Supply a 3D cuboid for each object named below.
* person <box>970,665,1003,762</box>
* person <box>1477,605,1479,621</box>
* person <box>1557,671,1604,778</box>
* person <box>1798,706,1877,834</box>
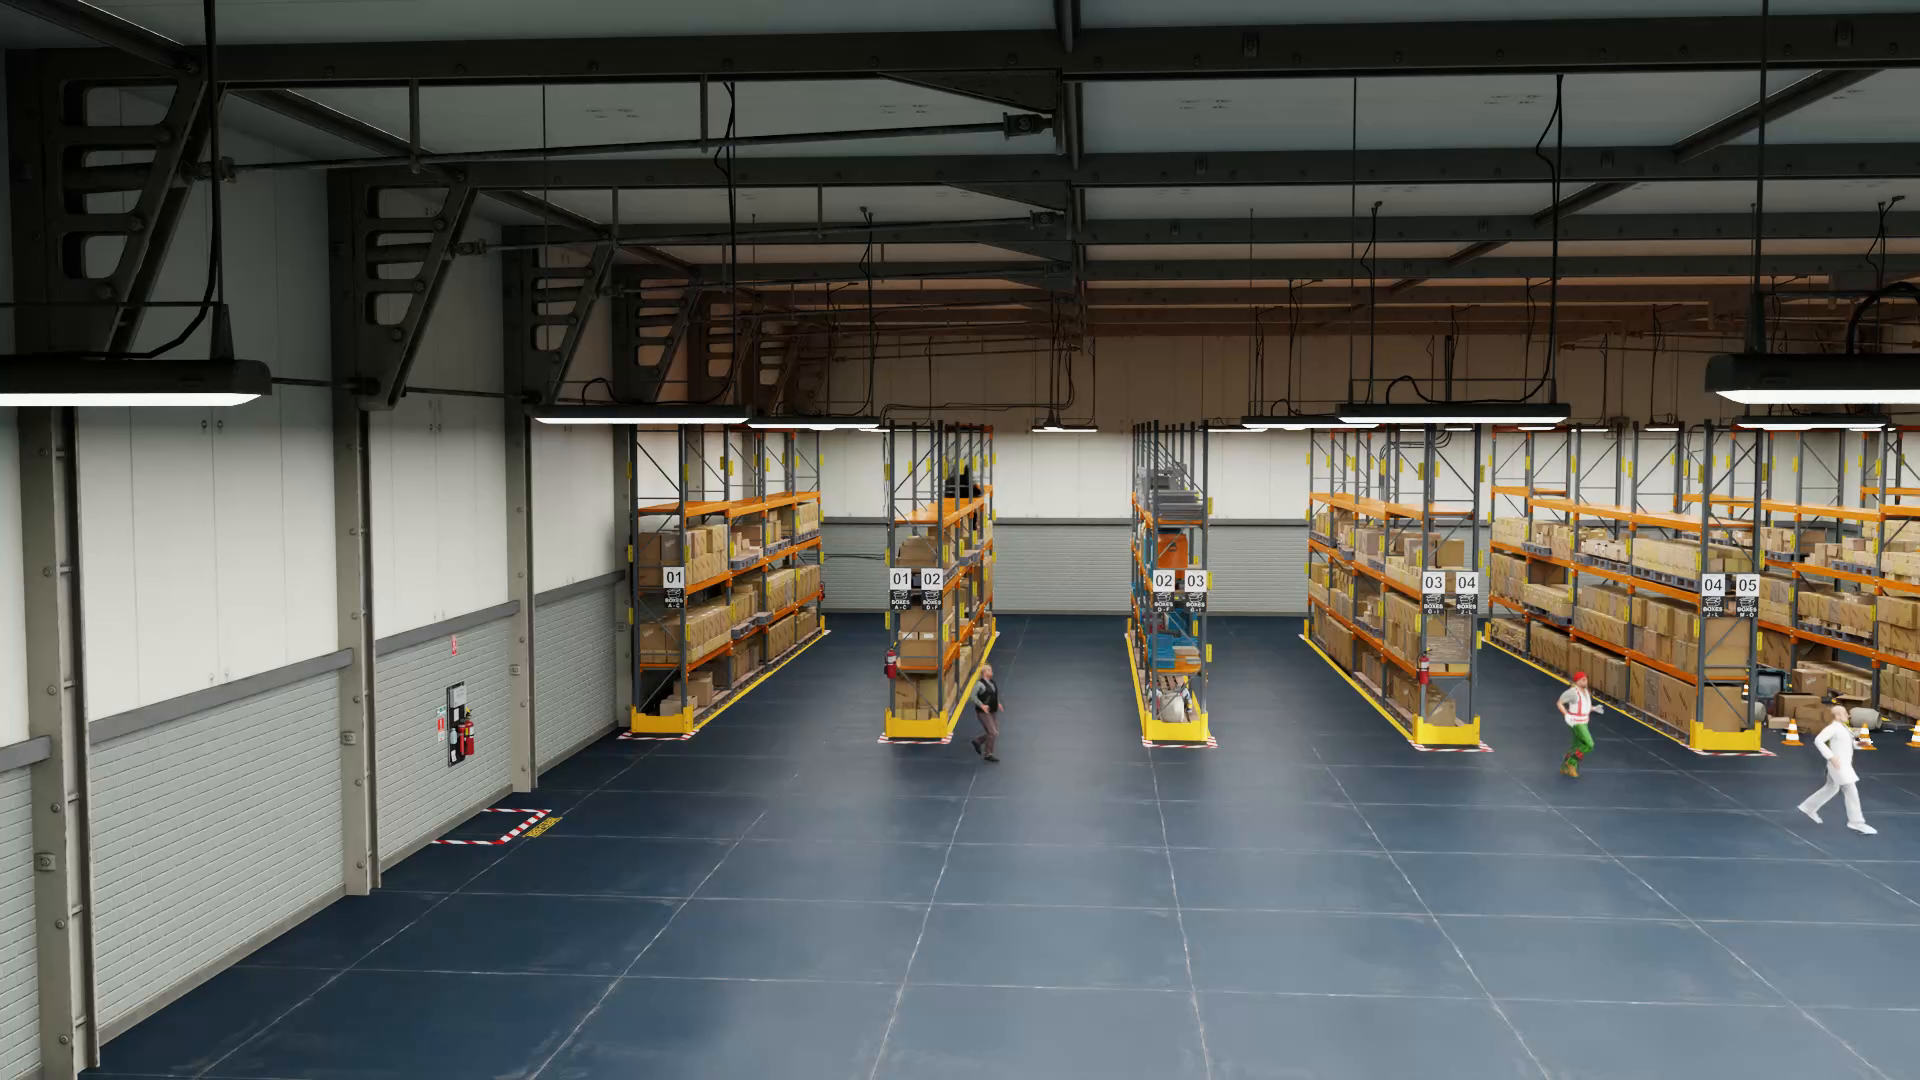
[{"bbox_3d":[0.418,3.029,29.204,0.644,1.695,0.683,2,4,34],"label":"person"},{"bbox_3d":[13.126,2.157,42.835,0.582,1.672,0.970,0,4,3],"label":"person"},{"bbox_3d":[10.384,3.079,27.772,0.624,1.770,0.666,-4,5,-45],"label":"person"},{"bbox_3d":[12.694,3.283,24.025,1.042,1.784,0.695,2,4,34],"label":"person"}]
